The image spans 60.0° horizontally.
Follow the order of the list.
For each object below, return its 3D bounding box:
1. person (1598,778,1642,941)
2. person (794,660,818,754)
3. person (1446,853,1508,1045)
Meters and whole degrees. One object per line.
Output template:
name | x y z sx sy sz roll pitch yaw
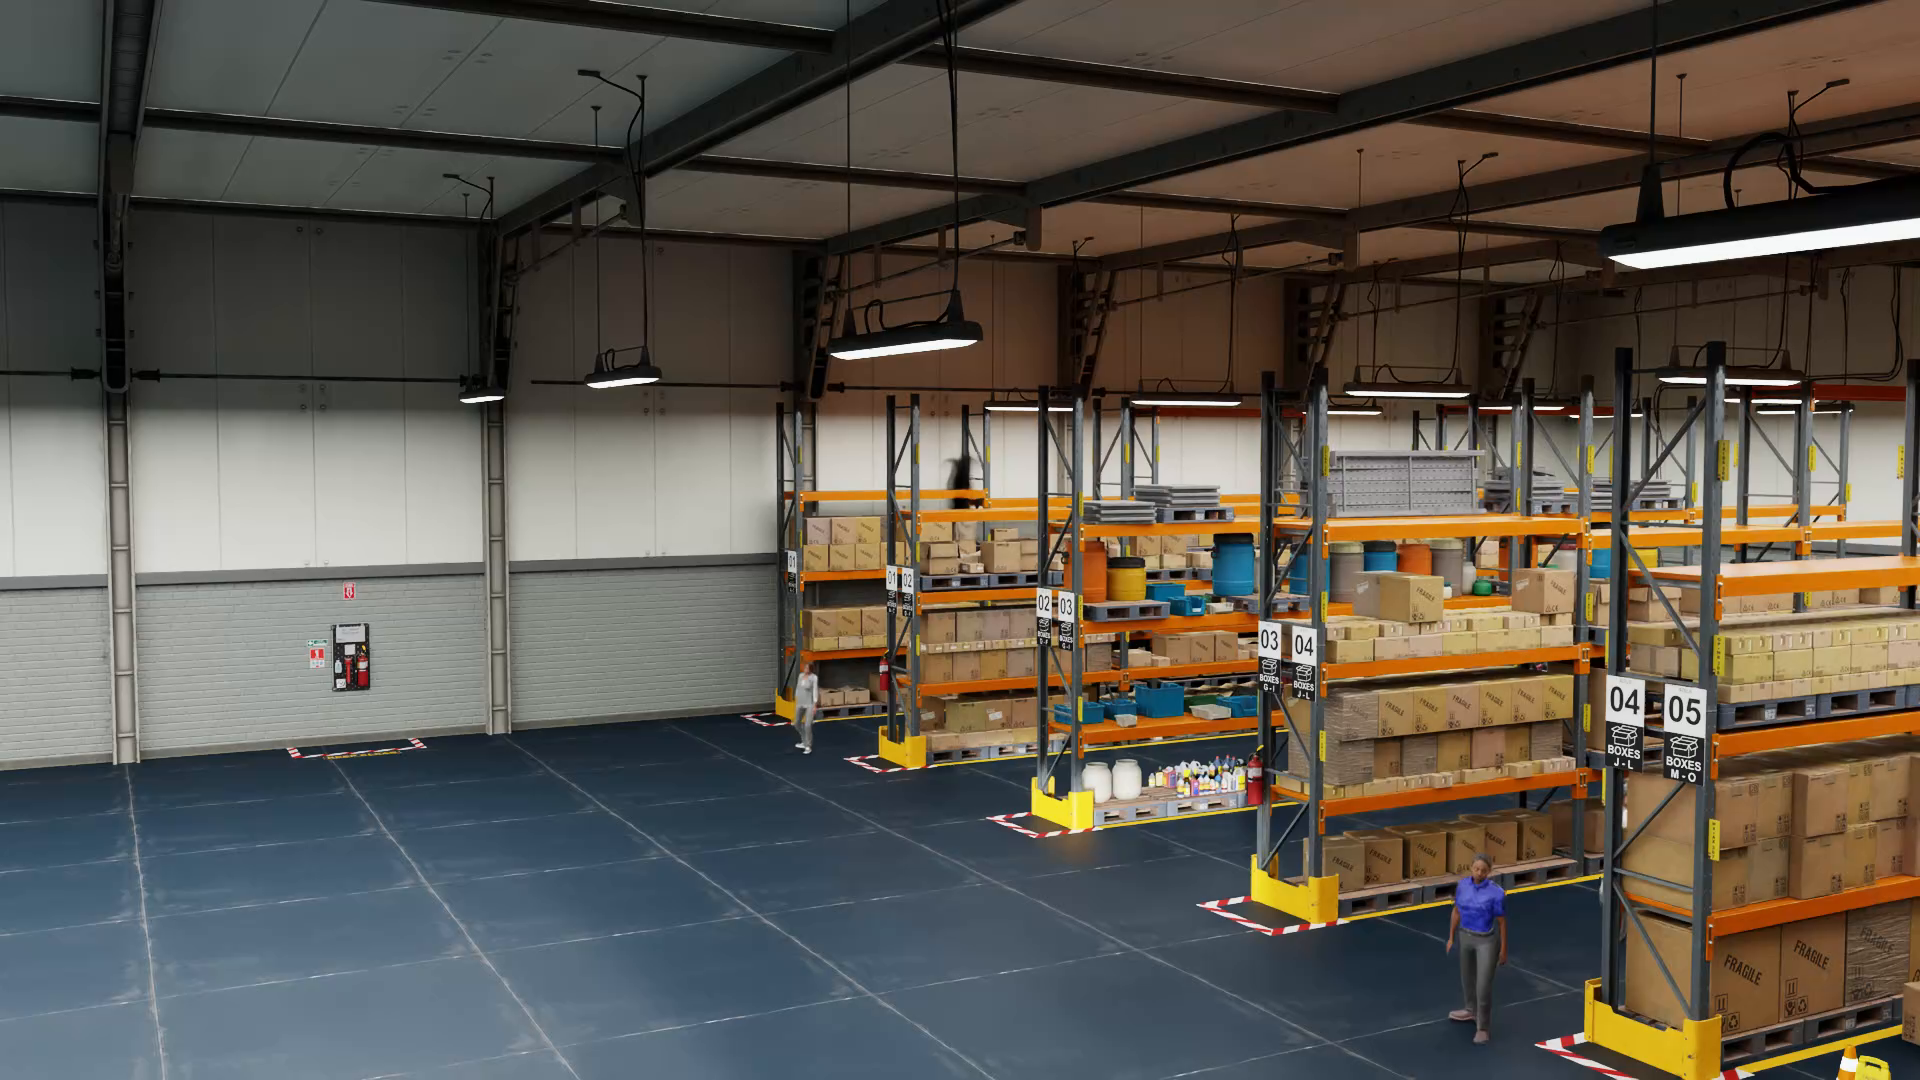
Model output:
person | 6.887 3.310 17.102 0.667 1.745 0.629 -2 4 -30
person | -2.586 2.792 27.970 0.530 1.582 0.441 2 4 27
person | 4.547 3.541 14.652 0.570 1.638 0.600 -3 4 -43
